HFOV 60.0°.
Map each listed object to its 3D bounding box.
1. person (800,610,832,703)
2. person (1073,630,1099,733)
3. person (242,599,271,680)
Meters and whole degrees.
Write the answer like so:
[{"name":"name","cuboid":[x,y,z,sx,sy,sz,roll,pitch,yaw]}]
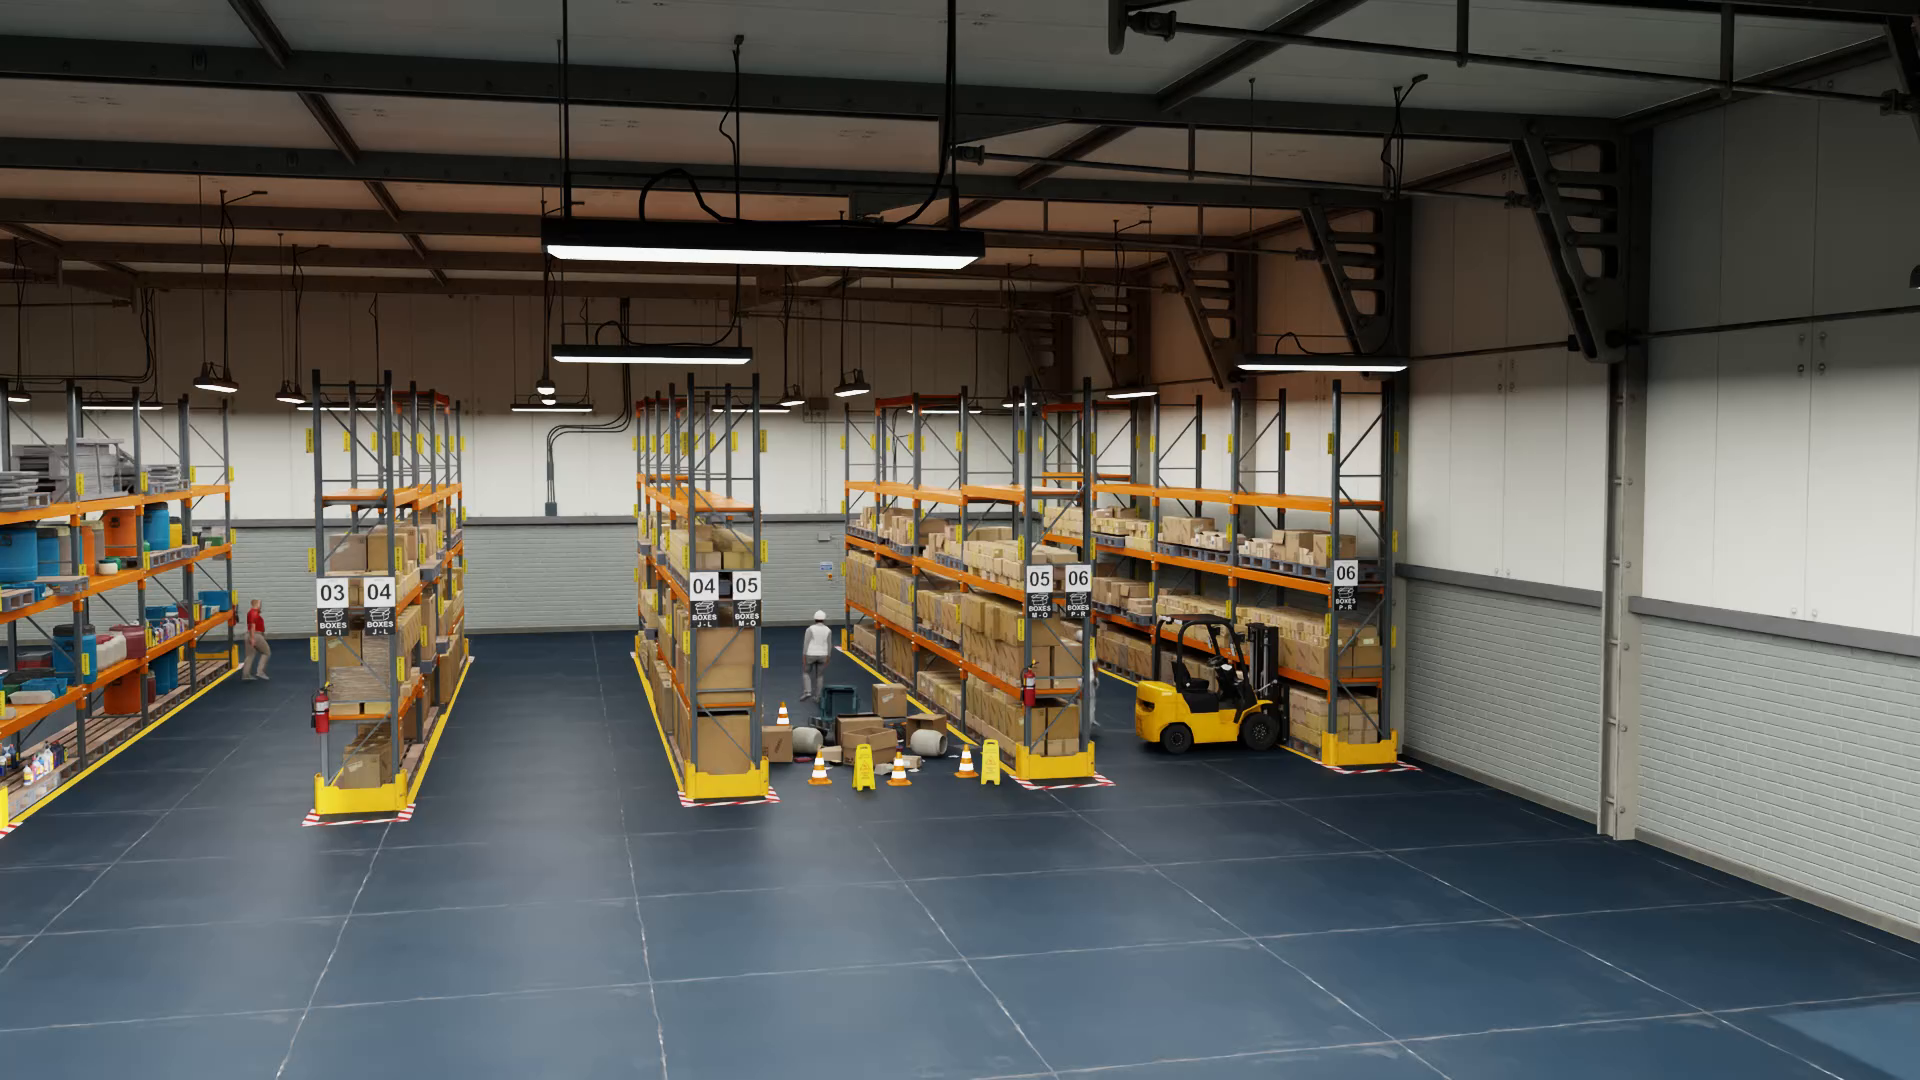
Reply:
[{"name":"person","cuboid":[-2.796,2.249,32.186,0.636,1.775,0.408,-1,3,-13]},{"name":"person","cuboid":[2.114,2.444,28.831,0.592,1.775,0.485,0,3,-4]},{"name":"person","cuboid":[-14.950,2.115,35.178,0.535,1.736,0.549,2,4,31]}]
